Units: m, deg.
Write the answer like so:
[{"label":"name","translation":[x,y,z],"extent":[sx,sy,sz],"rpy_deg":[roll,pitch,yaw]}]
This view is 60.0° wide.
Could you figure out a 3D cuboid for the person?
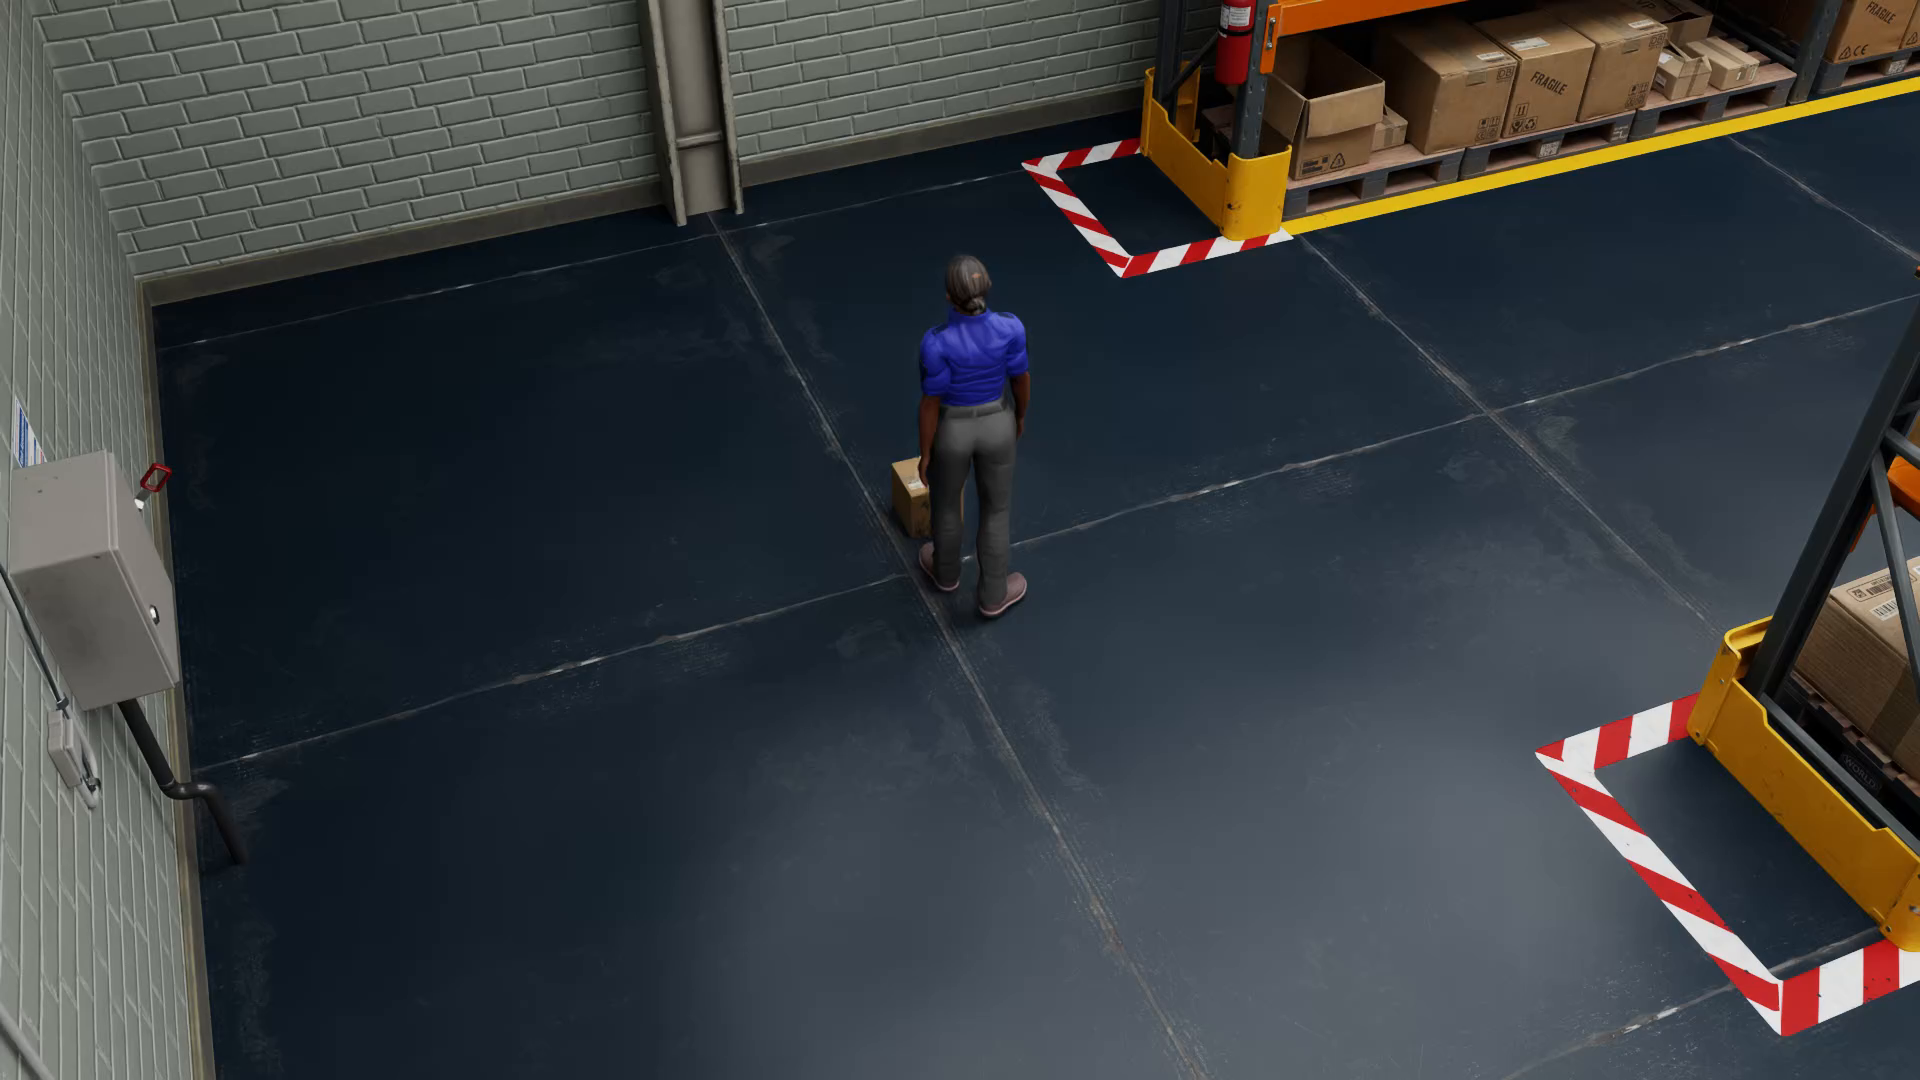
[{"label":"person","translation":[0.049,-0.424,6.622],"extent":[0.471,1.652,0.507],"rpy_deg":[-8,43,-9]}]
